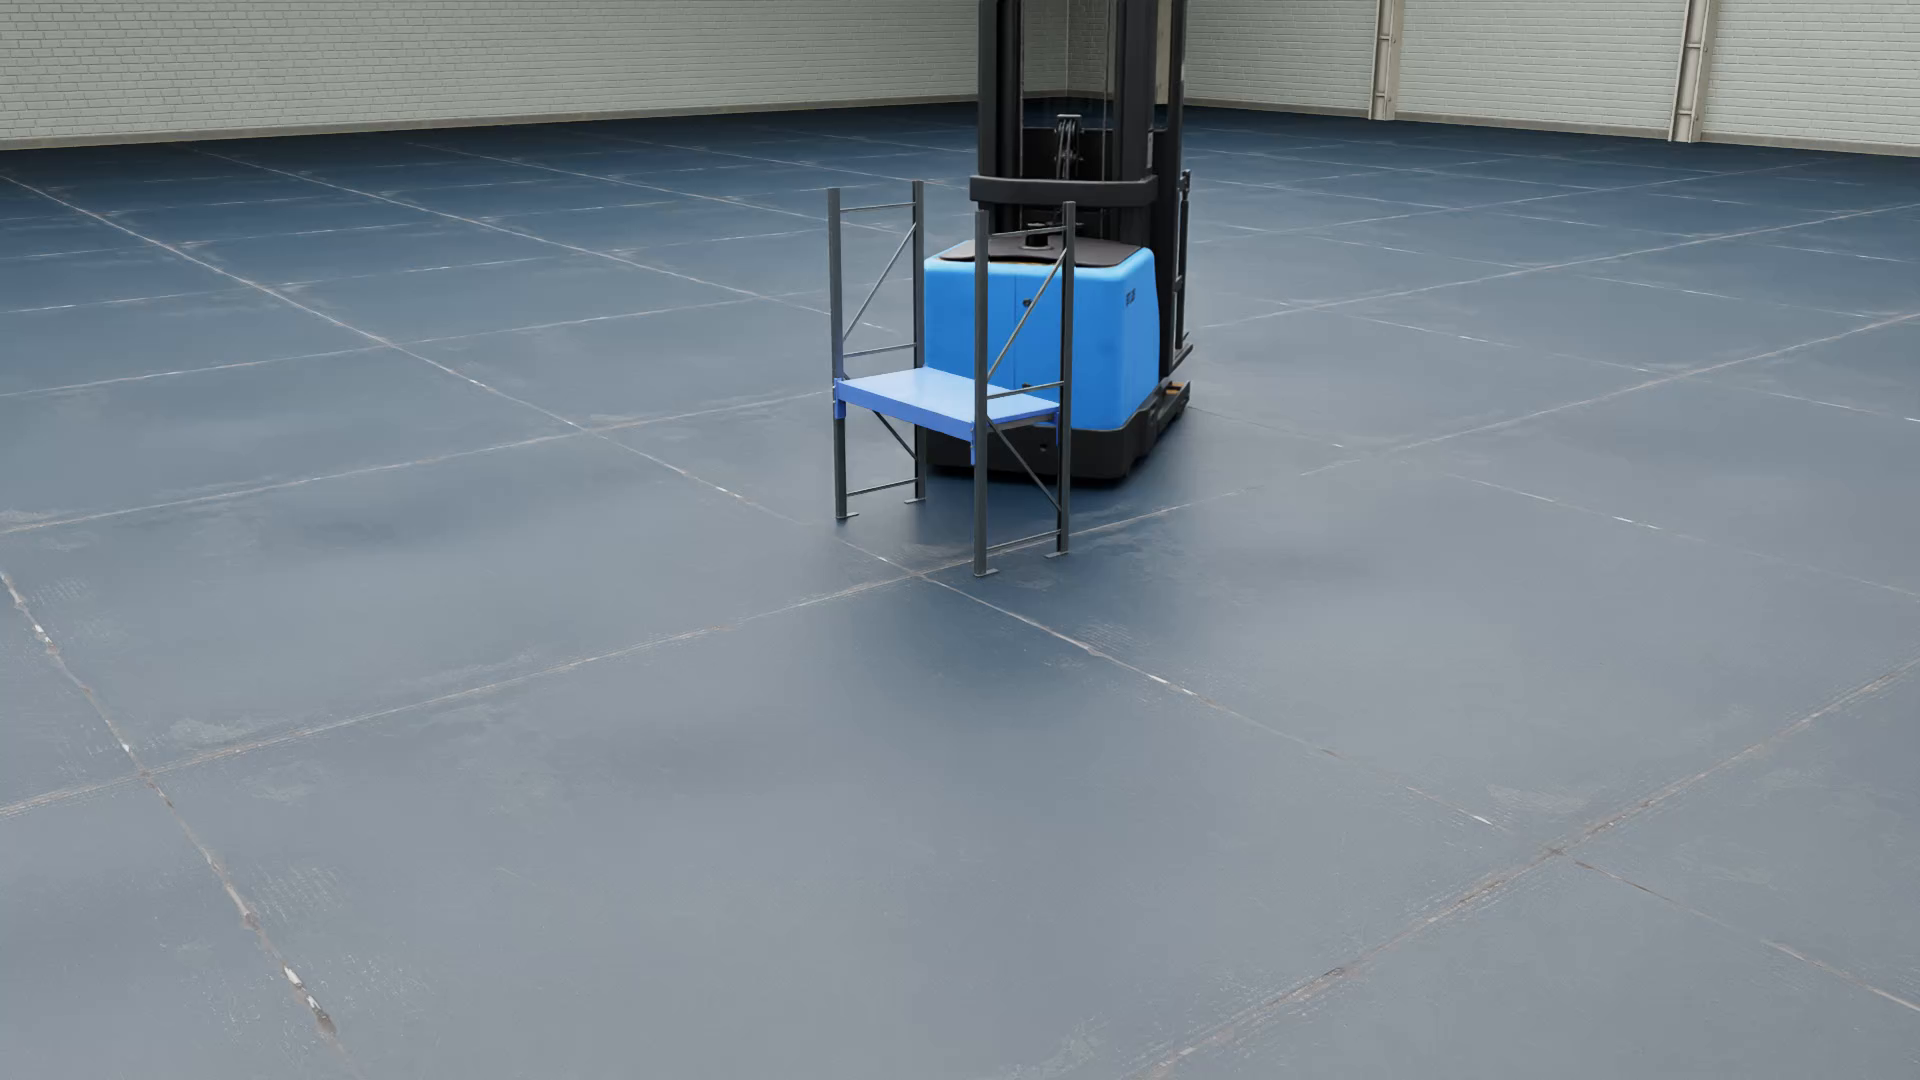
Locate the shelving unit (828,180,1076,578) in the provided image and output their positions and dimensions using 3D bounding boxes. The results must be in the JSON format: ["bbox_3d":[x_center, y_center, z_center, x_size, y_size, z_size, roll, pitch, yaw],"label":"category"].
[{"bbox_3d":[-0.053,-0.733,7.190,0.538,1.500,1.048,-14,23,-36],"label":"shelving unit"}]

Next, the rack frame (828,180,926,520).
[{"bbox_3d":[-0.369,-0.858,7.568,0.500,1.500,0.032,-14,23,-36],"label":"rack frame"}]

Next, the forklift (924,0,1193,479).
[{"bbox_3d":[0.703,-2.112,9.077,1.130,2.935,3.031,6,19,16],"label":"forklift"}]

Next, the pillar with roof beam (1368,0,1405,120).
[{"bbox_3d":[4.529,-11.314,27.216,9.100,9.000,0.400,-14,23,-36],"label":"pillar with roof beam"}]

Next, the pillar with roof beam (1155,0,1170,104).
[{"bbox_3d":[0.804,-12.793,31.681,9.100,9.000,0.400,-14,23,-36],"label":"pillar with roof beam"}]

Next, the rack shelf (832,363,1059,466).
[{"bbox_3d":[-0.053,-0.562,7.247,0.538,0.185,1.000,-14,23,-36],"label":"rack shelf"}]

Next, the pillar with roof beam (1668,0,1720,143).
[{"bbox_3d":[8.255,-9.836,22.751,9.100,9.000,0.400,-14,23,-36],"label":"pillar with roof beam"}]

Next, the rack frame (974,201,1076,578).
[{"bbox_3d":[0.263,-0.608,6.812,0.500,1.500,0.032,-14,23,-36],"label":"rack frame"}]
